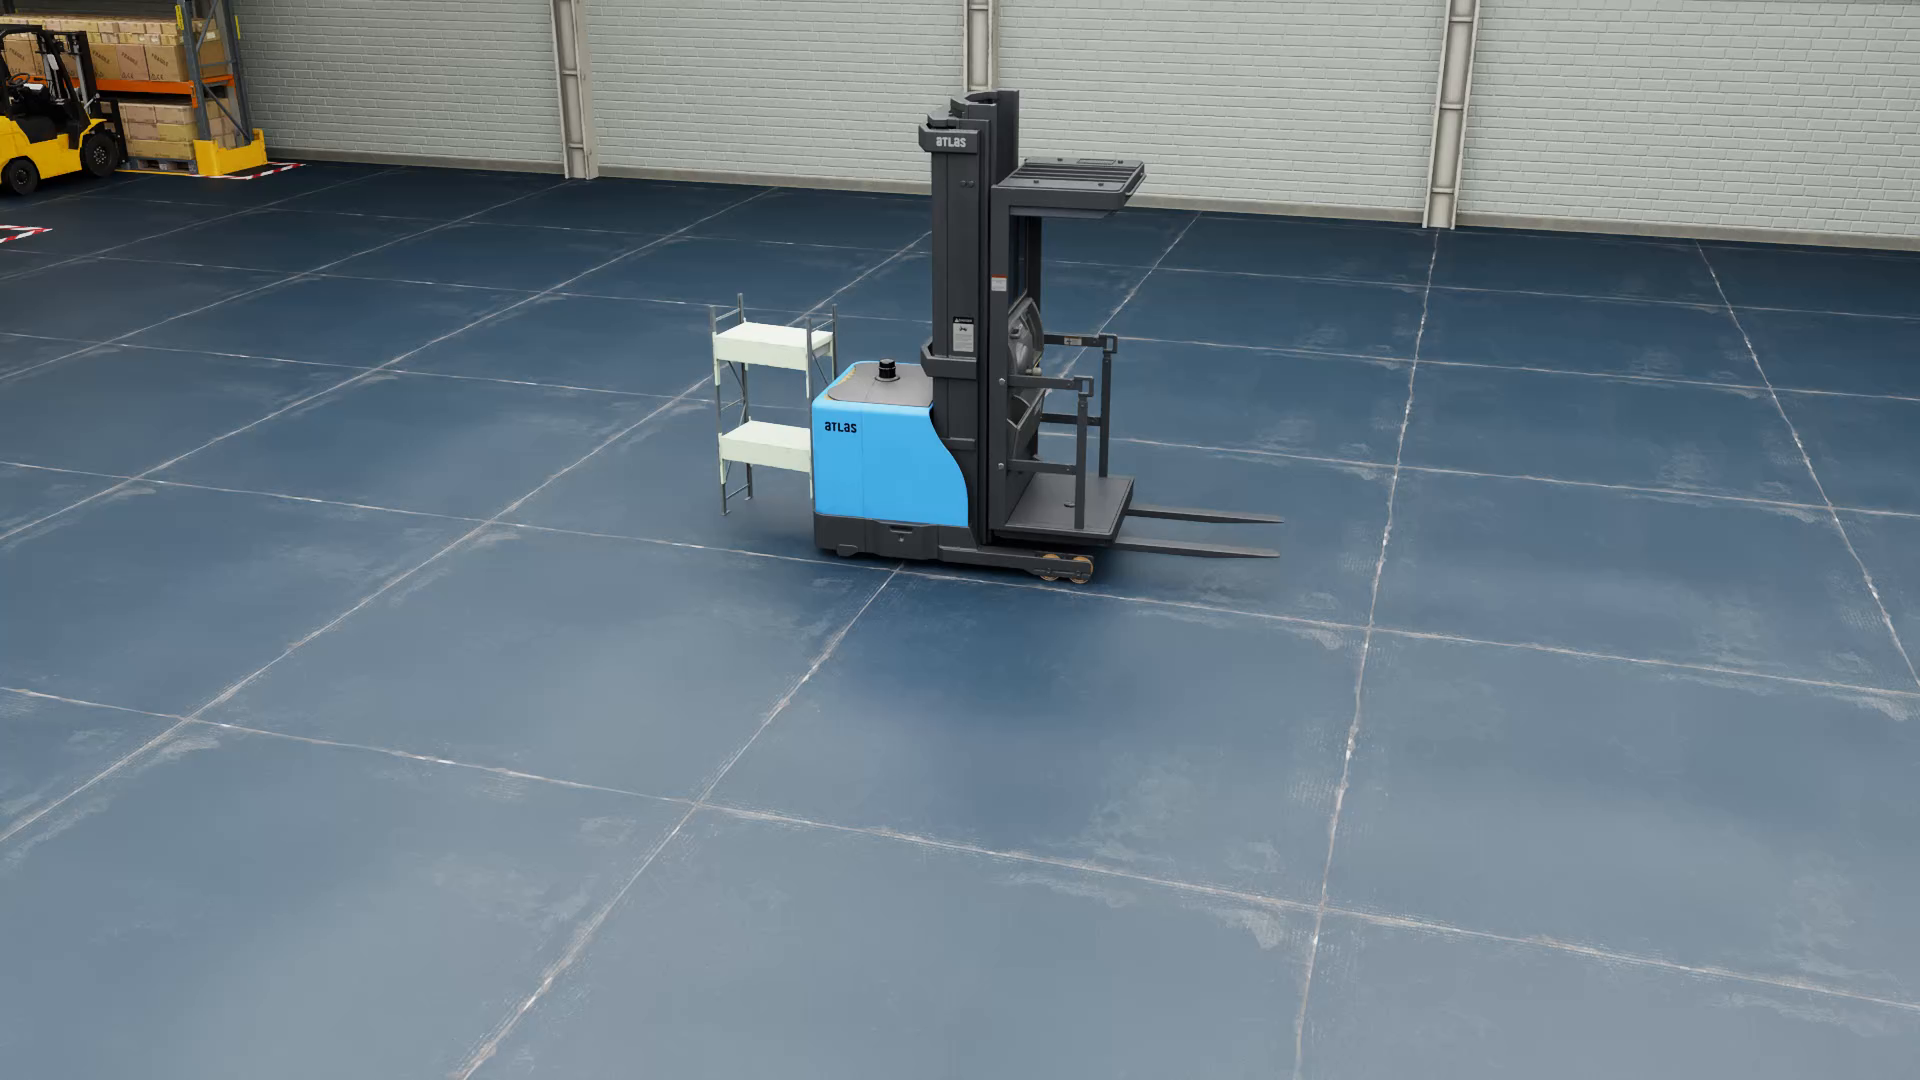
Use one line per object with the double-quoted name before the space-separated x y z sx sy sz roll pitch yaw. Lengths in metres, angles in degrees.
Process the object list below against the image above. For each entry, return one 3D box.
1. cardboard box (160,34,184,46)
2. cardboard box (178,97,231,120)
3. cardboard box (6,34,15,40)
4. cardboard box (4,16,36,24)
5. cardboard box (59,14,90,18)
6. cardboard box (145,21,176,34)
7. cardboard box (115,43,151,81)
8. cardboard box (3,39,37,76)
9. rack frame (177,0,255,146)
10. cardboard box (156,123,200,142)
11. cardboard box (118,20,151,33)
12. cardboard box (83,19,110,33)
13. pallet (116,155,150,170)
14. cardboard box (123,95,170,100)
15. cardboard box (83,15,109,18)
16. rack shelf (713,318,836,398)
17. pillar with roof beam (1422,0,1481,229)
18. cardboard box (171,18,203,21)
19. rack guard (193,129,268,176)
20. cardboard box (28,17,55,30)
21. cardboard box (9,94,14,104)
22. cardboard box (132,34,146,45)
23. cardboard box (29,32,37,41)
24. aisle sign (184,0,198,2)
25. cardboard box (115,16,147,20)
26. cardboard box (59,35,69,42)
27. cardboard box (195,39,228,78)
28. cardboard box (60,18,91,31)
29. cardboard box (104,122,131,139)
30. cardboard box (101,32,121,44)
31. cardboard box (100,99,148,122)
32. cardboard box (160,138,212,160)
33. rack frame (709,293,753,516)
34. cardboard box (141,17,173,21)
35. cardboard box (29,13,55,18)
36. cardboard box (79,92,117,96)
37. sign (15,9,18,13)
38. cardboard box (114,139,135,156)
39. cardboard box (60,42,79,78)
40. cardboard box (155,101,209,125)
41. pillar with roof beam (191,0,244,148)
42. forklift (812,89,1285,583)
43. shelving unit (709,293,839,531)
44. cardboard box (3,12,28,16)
"cardboard box" -11.224 -7.185 23.848 0.250 0.149 0.380 7 23 16
"cardboard box" -11.217 -6.409 24.694 0.500 0.250 0.500 6 23 15
"cardboard box" -13.906 -7.511 24.642 0.250 0.149 0.380 6 23 15
"cardboard box" -13.898 -7.662 24.618 0.250 0.149 0.380 6 23 15
"cardboard box" -13.262 -7.793 24.937 0.250 0.149 0.380 6 23 15
"cardboard box" -11.460 -7.365 23.895 0.250 0.149 0.380 7 23 16
"cardboard box" -11.852 -6.968 24.173 0.500 0.500 0.500 7 23 17
"cardboard box" -13.788 -7.193 24.721 0.500 0.500 0.500 7 23 16
"rack frame" -10.811 -6.903 24.146 0.127 3.000 1.000 7 23 16
"cardboard box" -11.367 -5.996 24.346 0.500 0.250 0.500 6 23 15
"cardboard box" -11.935 -7.438 24.073 0.250 0.149 0.380 7 23 16
"cardboard box" -12.466 -7.453 24.109 0.250 0.149 0.380 7 23 17
"pallet" -12.720 -5.816 25.170 1.213 0.211 1.003 7 23 15
"cardboard box" -12.172 -6.521 24.968 0.500 0.250 0.500 6 23 15
"cardboard box" -12.797 -7.709 24.732 0.250 0.149 0.380 7 23 17
"rack shelf" -1.252 -1.241 11.291 0.720 0.370 0.431 10 24 22
"pillar with roof beam" 4.772 -6.545 15.368 0.400 9.000 9.100 7 23 16
"cardboard box" -11.307 -7.553 24.353 0.250 0.149 0.380 7 23 17
"rack guard" -10.788 -5.744 24.614 0.348 0.500 1.175 7 23 16
"cardboard box" -13.425 -7.578 24.413 0.250 0.149 0.380 6 23 15
"cardboard box" -14.268 -6.559 25.060 0.500 0.250 0.500 6 23 15
"cardboard box" -11.708 -7.253 24.014 0.250 0.149 0.380 7 23 17
"cardboard box" -13.440 -7.428 24.439 0.250 0.149 0.380 6 23 15
"aisle sign" -10.833 -7.992 23.375 0.004 0.787 0.394 7 23 16
"cardboard box" -12.283 -7.683 24.669 0.250 0.149 0.380 6 23 14
"cardboard box" -12.937 -7.380 24.324 0.250 0.149 0.380 6 23 14
"cardboard box" -11.205 -7.104 24.505 0.500 0.500 0.500 7 23 17
"cardboard box" -12.921 -7.549 24.343 0.250 0.149 0.380 7 23 16
"cardboard box" -12.345 -6.104 24.609 0.500 0.250 0.500 6 23 14
"cardboard box" -12.211 -7.297 24.120 0.250 0.149 0.380 6 23 14
"cardboard box" -12.319 -6.330 24.502 0.500 0.250 0.500 7 23 16
"cardboard box" -11.352 -5.762 24.434 0.500 0.250 0.500 7 23 16
"rack frame" -1.587 -0.936 11.576 0.023 1.500 0.400 10 24 22
"cardboard box" -11.801 -7.599 24.463 0.250 0.149 0.380 7 23 16
"cardboard box" -13.762 -7.833 25.036 0.250 0.149 0.380 6 23 15
"cardboard box" -13.144 -6.632 25.238 0.500 0.250 0.500 7 23 16
"sign" -14.482 -7.980 25.527 0.005 0.325 0.100 7 23 16
"cardboard box" -12.302 -5.878 24.717 0.500 0.250 0.500 7 23 16
"cardboard box" -12.827 -7.075 24.434 0.500 0.500 0.500 7 23 16
"cardboard box" -11.342 -6.225 24.245 0.500 0.250 0.500 7 23 17
"pillar with roof beam" -12.461 -8.518 20.178 0.400 9.000 9.100 7 23 16
"forklift" 0.608 -1.301 10.581 3.031 2.935 1.130 5 23 12
"shelving unit" -1.252 -0.880 11.439 0.755 1.500 0.431 10 24 22
"cardboard box" -14.248 -7.900 25.199 0.250 0.149 0.380 7 23 16
